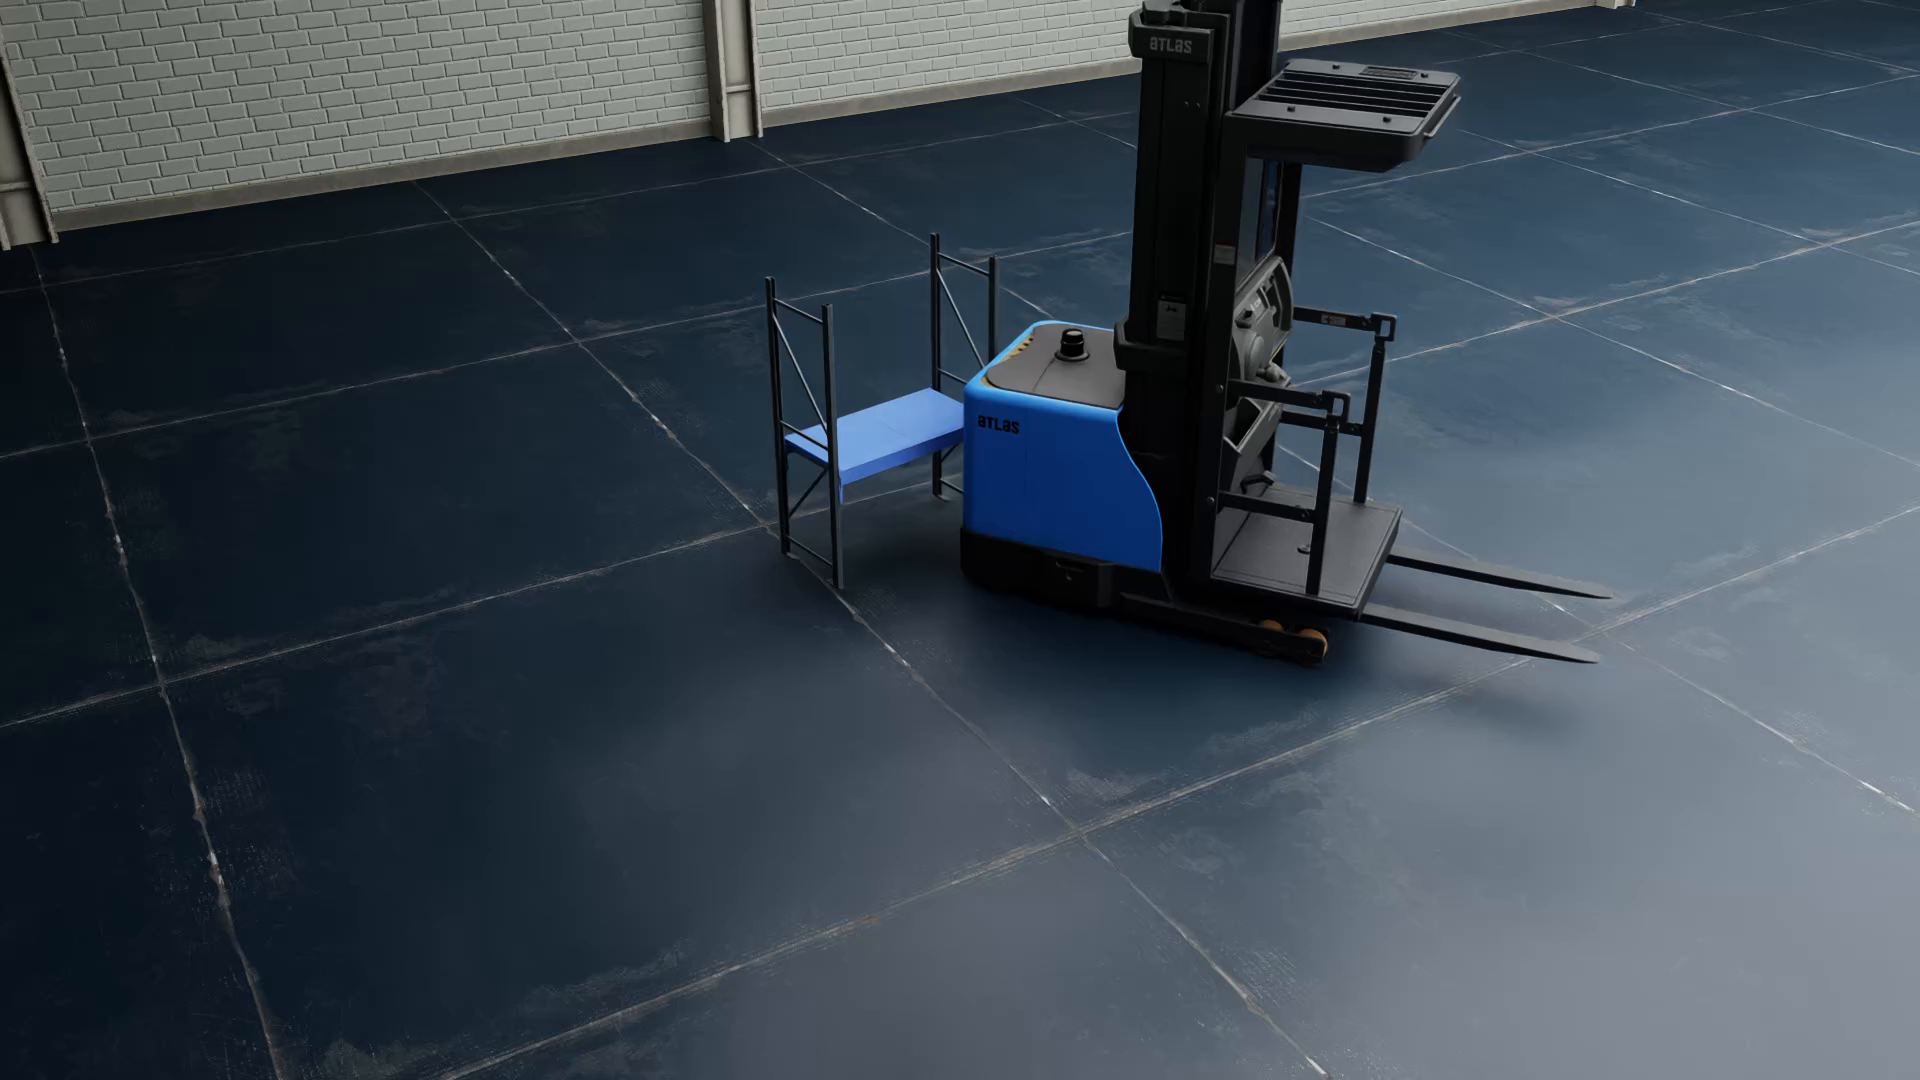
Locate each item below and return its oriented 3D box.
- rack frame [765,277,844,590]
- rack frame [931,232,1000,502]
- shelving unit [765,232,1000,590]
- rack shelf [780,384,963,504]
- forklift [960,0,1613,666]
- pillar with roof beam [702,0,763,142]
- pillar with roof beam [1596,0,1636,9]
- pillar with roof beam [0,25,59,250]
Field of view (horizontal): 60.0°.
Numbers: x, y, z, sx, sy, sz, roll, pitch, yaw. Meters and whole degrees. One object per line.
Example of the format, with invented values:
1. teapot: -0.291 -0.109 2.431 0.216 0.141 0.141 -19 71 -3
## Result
1. rack frame: -0.755 -0.503 8.108 0.032 1.500 0.500 -22 36 -34
2. rack frame: 0.022 -0.819 8.683 0.032 1.500 0.500 -22 36 -34
3. shelving unit: -0.366 -0.661 8.395 1.048 1.500 0.538 -22 36 -34
4. rack shelf: -0.366 -0.503 8.482 1.000 0.185 0.538 -22 36 -34
5. forklift: 1.563 -0.995 7.520 3.031 2.935 1.130 12 31 21
6. pillar with roof beam: 0.087 -5.952 10.222 0.400 9.000 9.100 -16 33 -26
7. pillar with roof beam: 10.433 -8.890 15.545 0.400 9.000 9.100 -16 33 -26
8. pillar with roof beam: -5.087 -4.484 7.561 0.400 9.000 9.100 -16 33 -26
